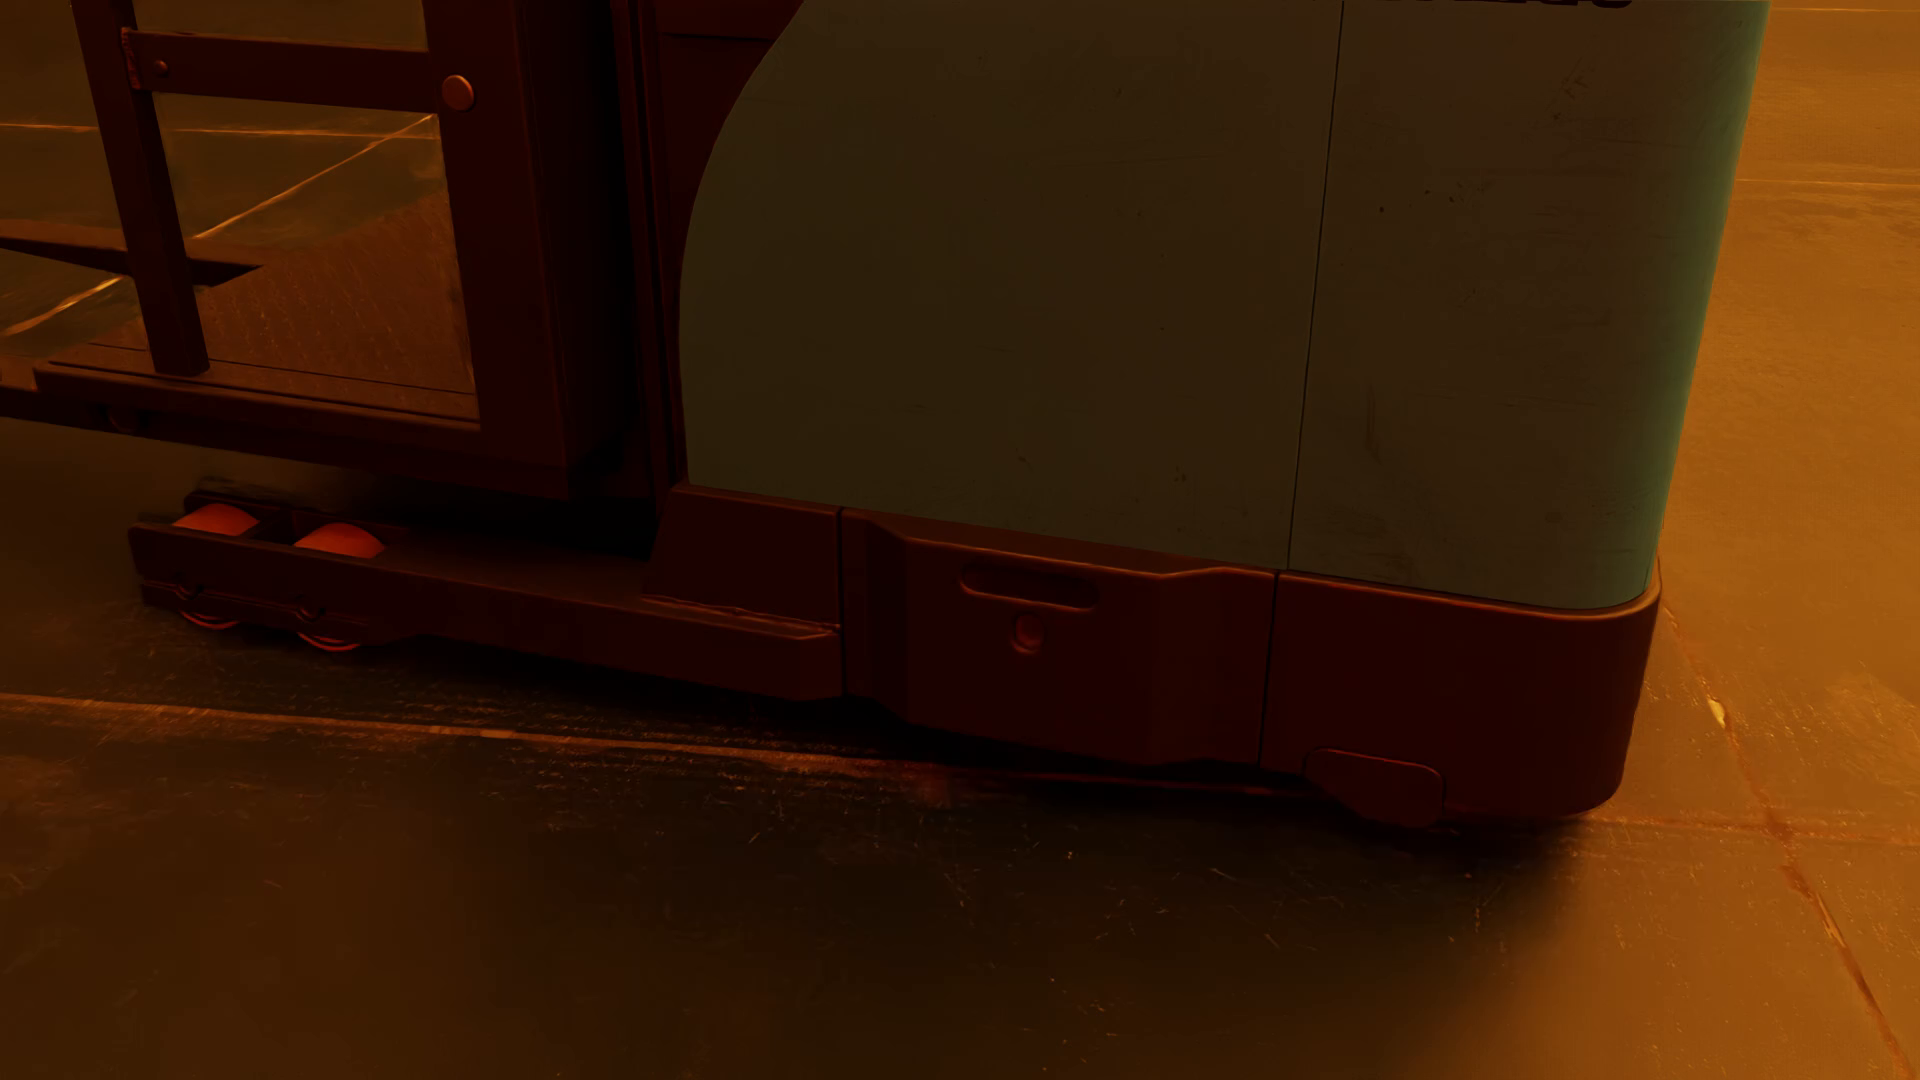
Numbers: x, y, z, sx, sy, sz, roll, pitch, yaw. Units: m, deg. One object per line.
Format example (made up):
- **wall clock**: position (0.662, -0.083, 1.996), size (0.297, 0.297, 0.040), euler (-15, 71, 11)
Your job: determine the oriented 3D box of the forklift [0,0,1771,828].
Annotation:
- **forklift**: position (-0.585, -1.377, 1.977), size (3.031, 2.935, 1.130), euler (8, 28, 16)
